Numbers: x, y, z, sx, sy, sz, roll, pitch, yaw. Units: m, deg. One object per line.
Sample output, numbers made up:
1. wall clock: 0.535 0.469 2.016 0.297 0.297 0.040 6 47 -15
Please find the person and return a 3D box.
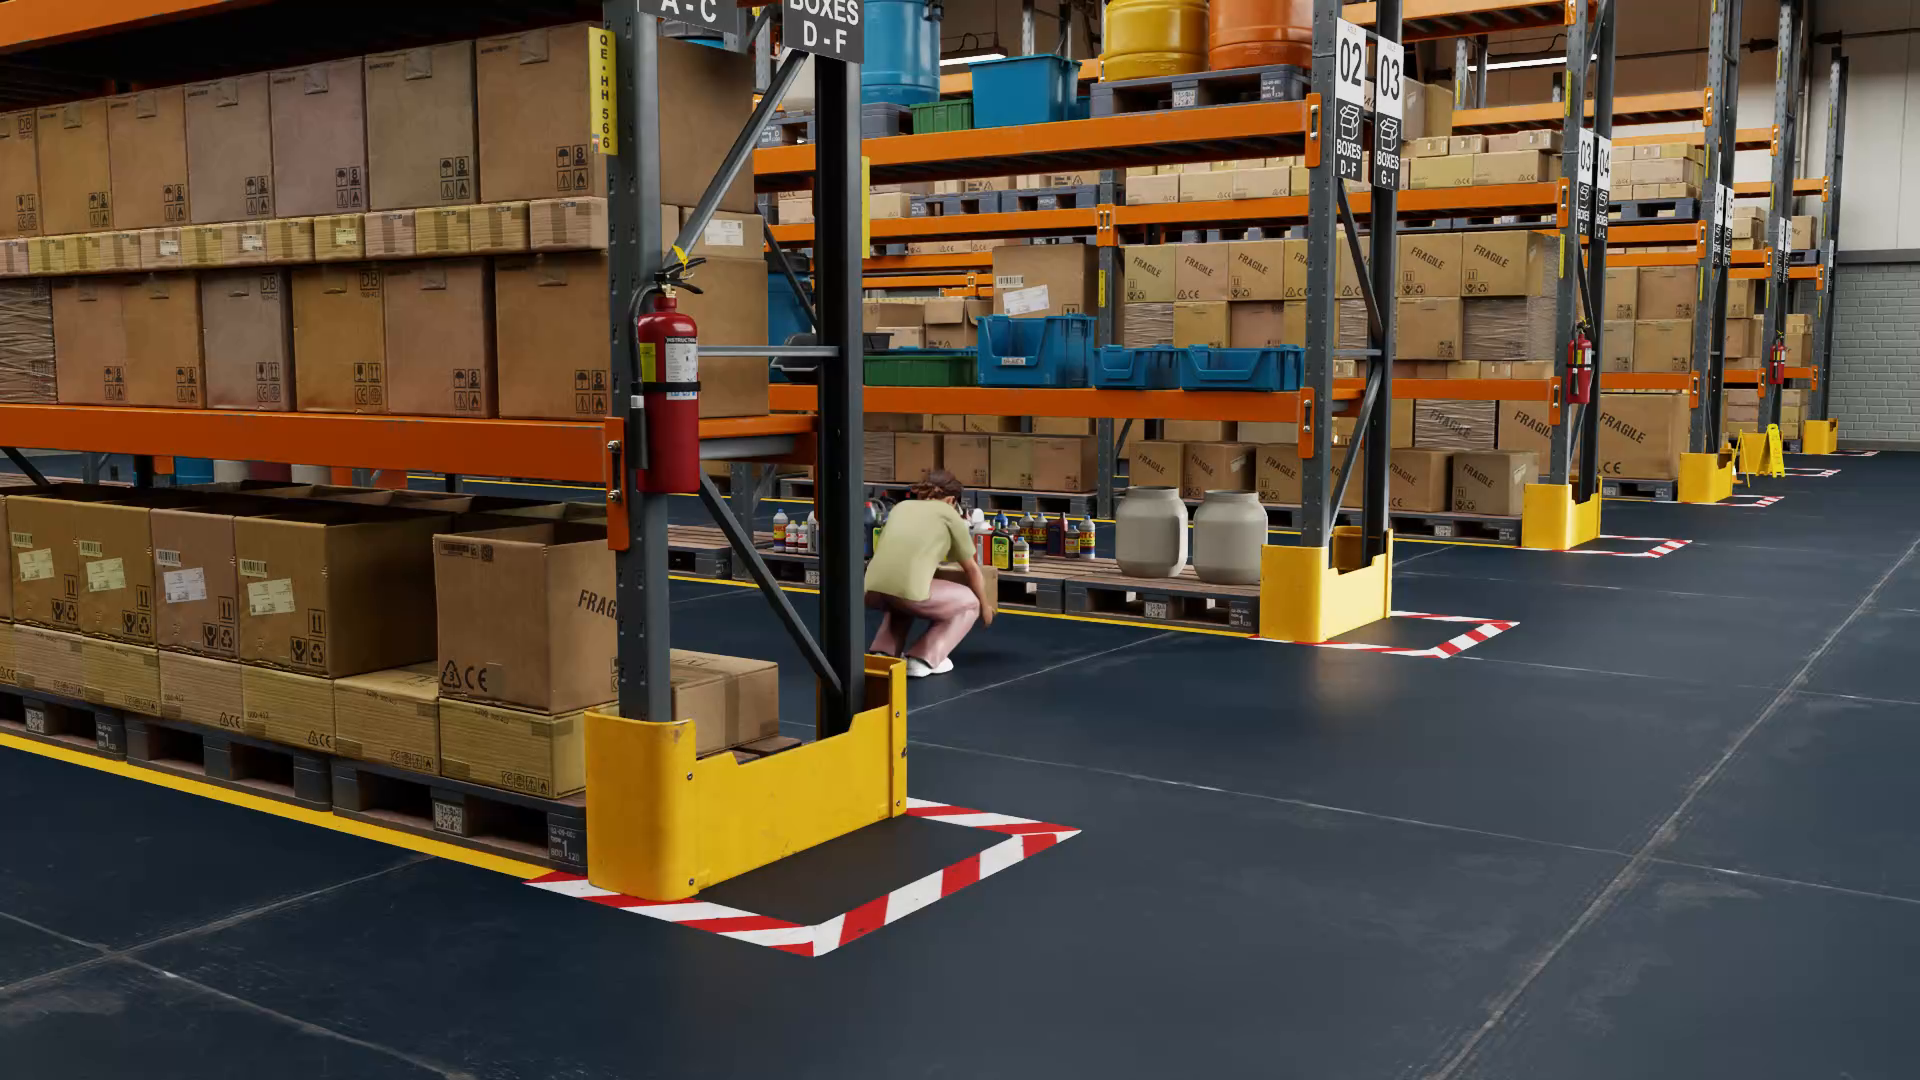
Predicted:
1. person: -0.166 0.148 7.984 0.469 0.943 0.807 4 8 33
